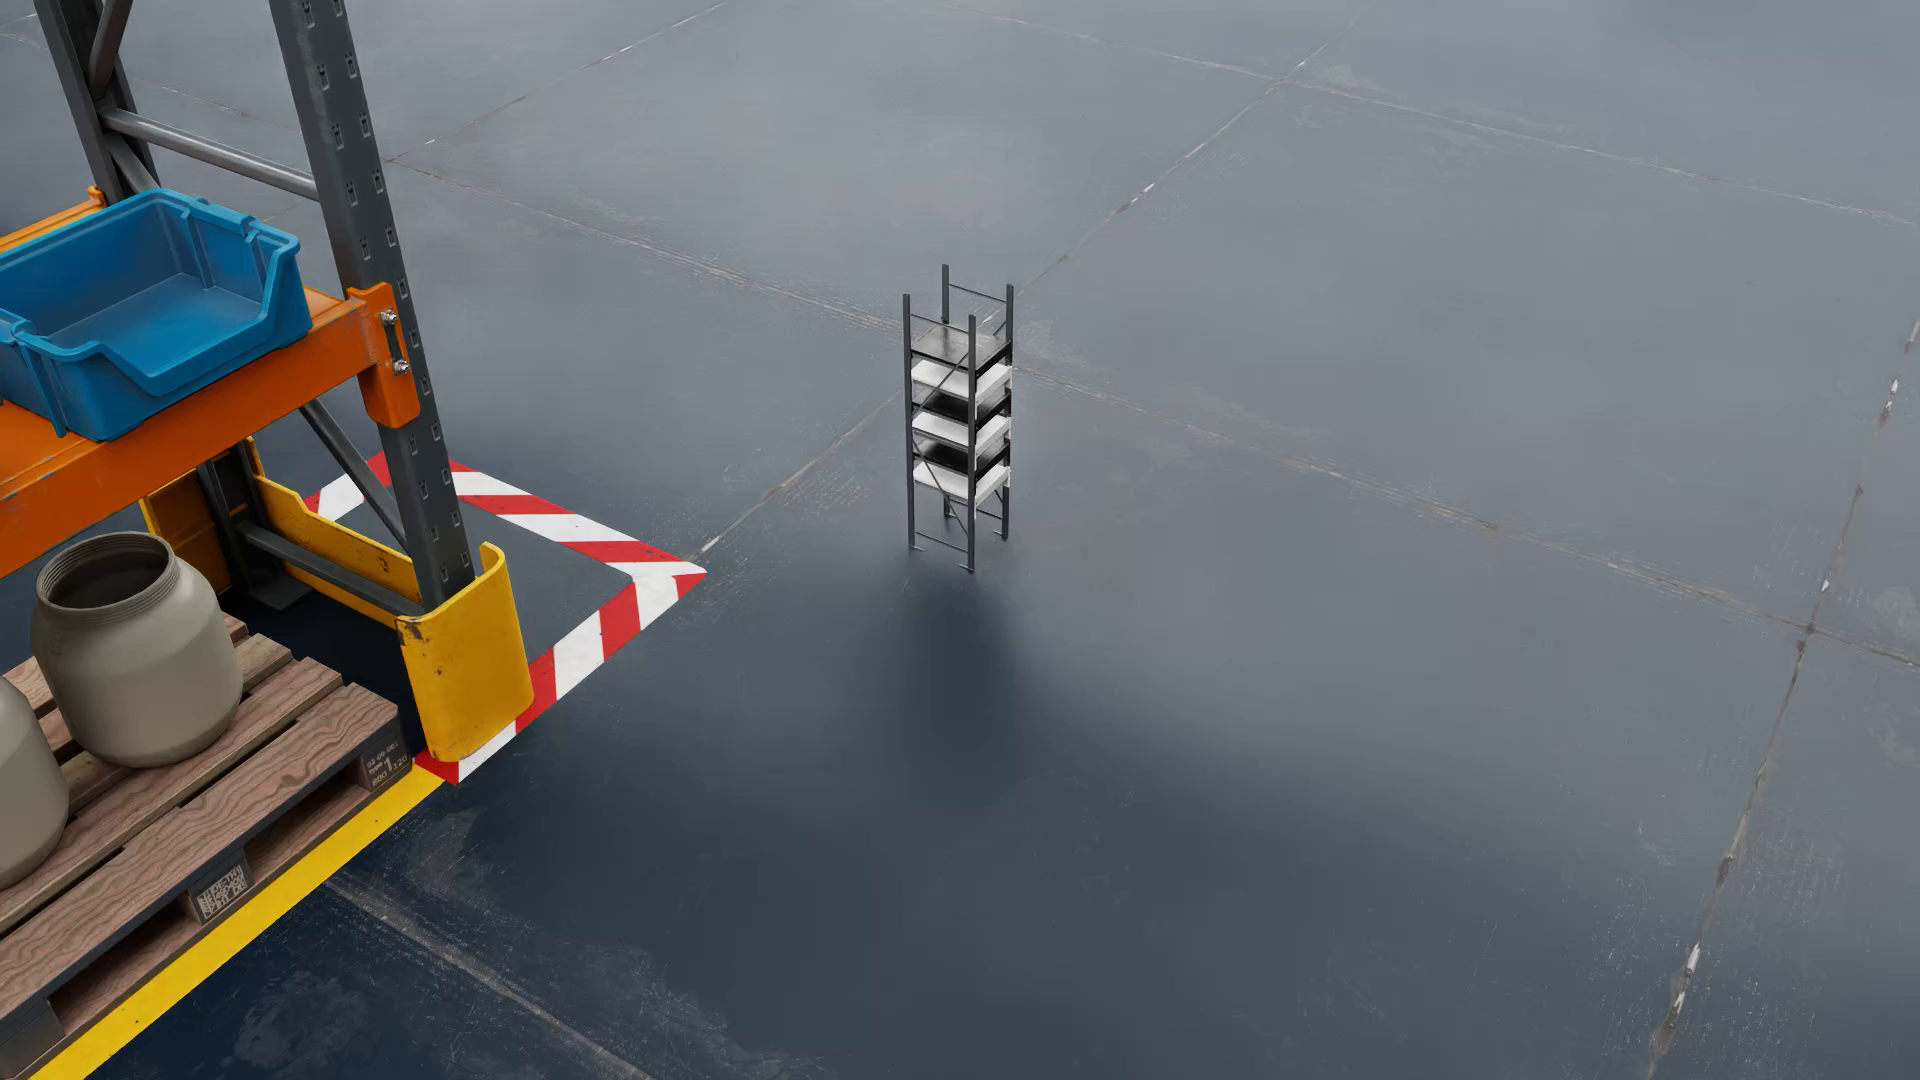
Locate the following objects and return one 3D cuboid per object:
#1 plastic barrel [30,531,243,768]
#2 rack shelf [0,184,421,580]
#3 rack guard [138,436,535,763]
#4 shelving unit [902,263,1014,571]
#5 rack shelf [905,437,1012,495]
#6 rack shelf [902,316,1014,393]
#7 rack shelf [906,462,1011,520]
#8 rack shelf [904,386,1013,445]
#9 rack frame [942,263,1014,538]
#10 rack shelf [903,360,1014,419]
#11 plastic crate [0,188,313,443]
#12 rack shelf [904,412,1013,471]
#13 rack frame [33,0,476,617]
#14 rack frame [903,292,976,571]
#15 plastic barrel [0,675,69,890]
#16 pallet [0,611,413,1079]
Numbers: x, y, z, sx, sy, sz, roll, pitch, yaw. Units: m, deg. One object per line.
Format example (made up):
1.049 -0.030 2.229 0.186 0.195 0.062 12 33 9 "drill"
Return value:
-2.043 0.275 4.130 0.421 0.512 0.421 0 38 0 "plastic barrel"
-2.827 0.408 2.853 1.077 0.370 4.000 21 42 25 "rack shelf"
-1.756 0.136 4.664 1.175 0.500 0.348 21 42 25 "rack guard"
-0.004 -0.352 4.970 0.258 0.900 0.210 21 42 25 "shelving unit"
-0.004 -0.255 5.045 0.258 0.077 0.200 21 42 25 "rack shelf"
-0.004 -0.540 4.825 0.258 0.077 0.200 21 42 25 "rack shelf"
-0.004 -0.183 5.100 0.258 0.077 0.200 21 42 25 "rack shelf"
-0.004 -0.397 4.935 0.258 0.077 0.200 21 42 25 "rack shelf"
0.050 -0.405 5.038 0.240 0.900 0.006 21 42 25 "rack frame"
-0.004 -0.468 4.880 0.258 0.077 0.200 21 42 25 "rack shelf"
-1.771 -0.493 3.555 0.499 0.251 0.616 21 42 25 "plastic crate"
-0.004 -0.326 4.990 0.258 0.077 0.200 21 42 25 "rack shelf"
-1.755 -0.908 3.971 1.000 3.000 0.127 21 42 25 "rack frame"
-0.059 -0.300 4.902 0.240 0.900 0.006 21 42 25 "rack frame"
-2.312 0.533 3.795 0.421 0.512 0.421 0 38 0 "plastic barrel"
-2.196 0.668 4.211 1.003 0.211 1.213 21 42 25 "pallet"
